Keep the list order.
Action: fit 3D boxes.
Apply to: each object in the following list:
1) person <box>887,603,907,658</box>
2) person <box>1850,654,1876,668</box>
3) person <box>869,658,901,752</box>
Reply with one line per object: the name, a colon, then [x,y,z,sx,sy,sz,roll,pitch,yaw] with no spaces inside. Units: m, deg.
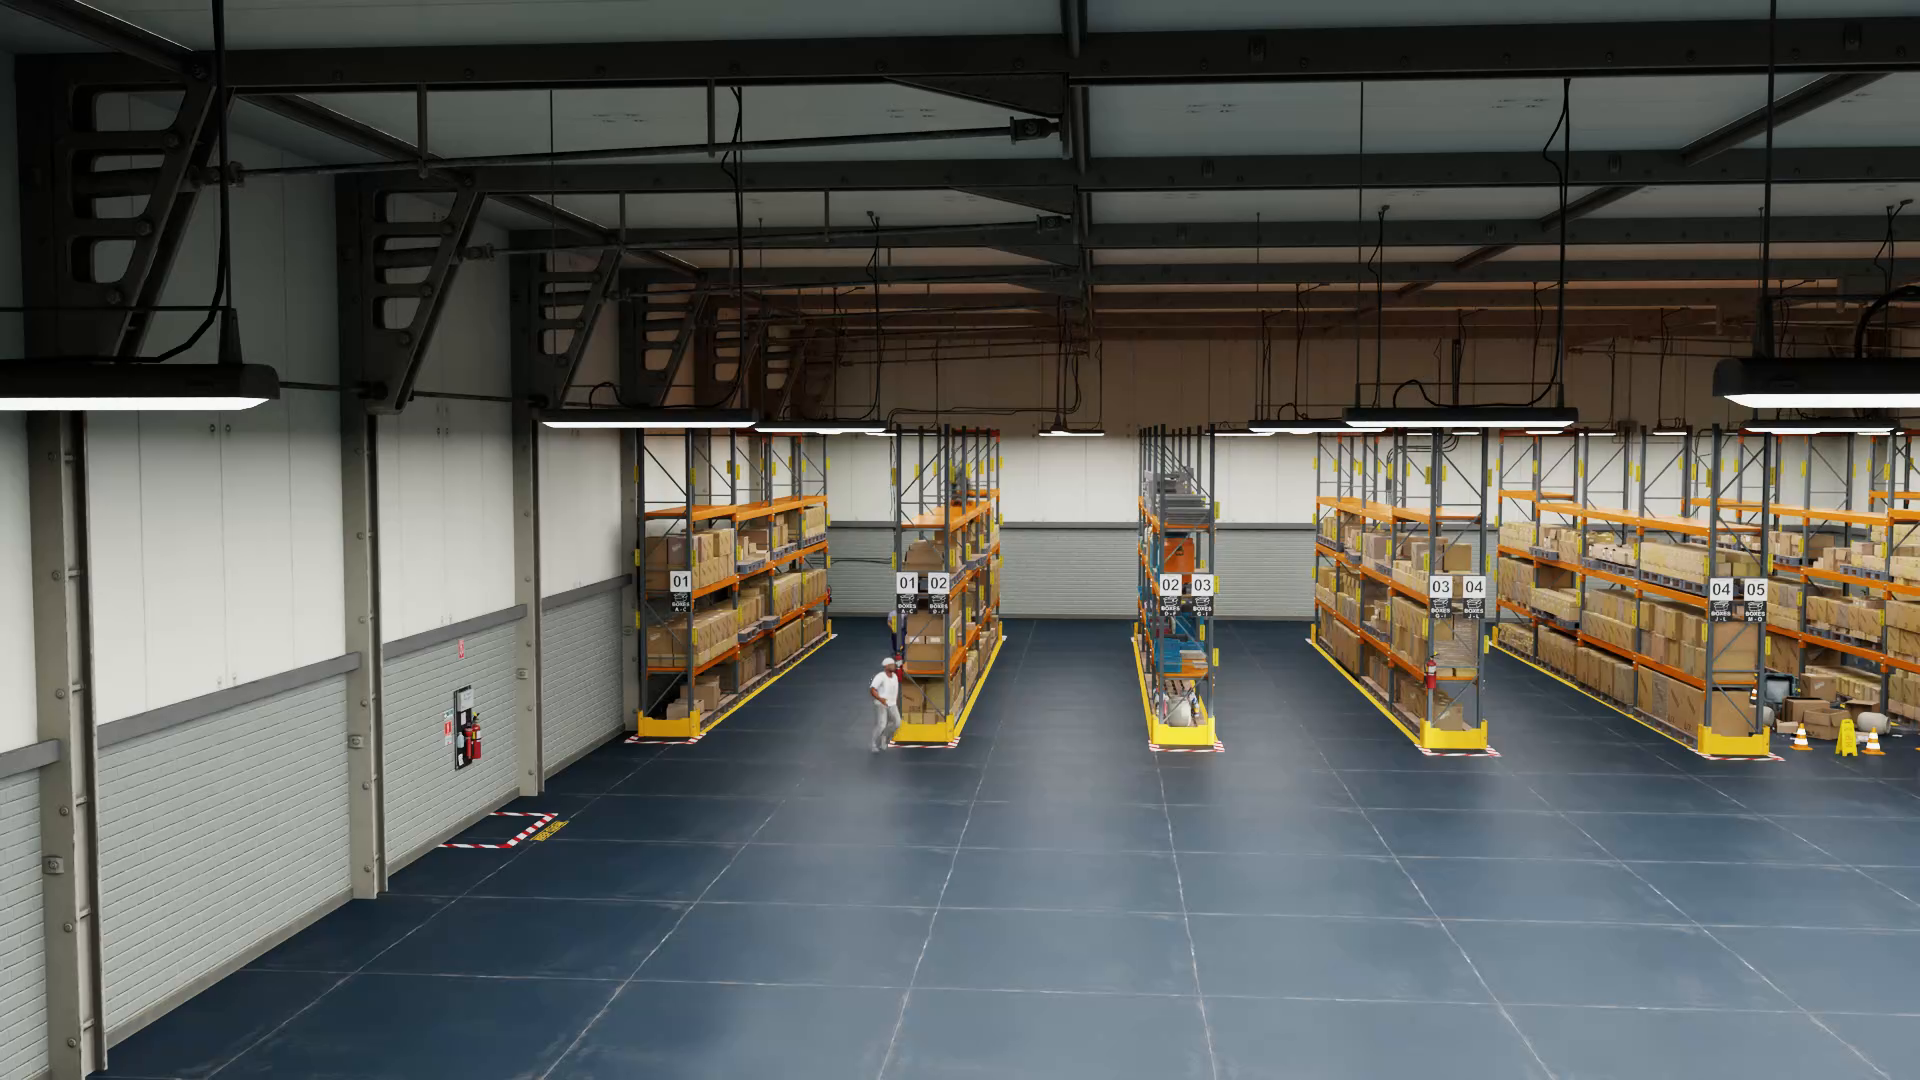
person: [-1.552,2.376,41.823,0.556,1.697,0.760,1,4,12]
person: [22.479,2.366,41.436,0.519,1.743,0.785,0,3,-7]
person: [-1.313,3.006,30.440,0.563,1.699,0.765,3,5,44]
